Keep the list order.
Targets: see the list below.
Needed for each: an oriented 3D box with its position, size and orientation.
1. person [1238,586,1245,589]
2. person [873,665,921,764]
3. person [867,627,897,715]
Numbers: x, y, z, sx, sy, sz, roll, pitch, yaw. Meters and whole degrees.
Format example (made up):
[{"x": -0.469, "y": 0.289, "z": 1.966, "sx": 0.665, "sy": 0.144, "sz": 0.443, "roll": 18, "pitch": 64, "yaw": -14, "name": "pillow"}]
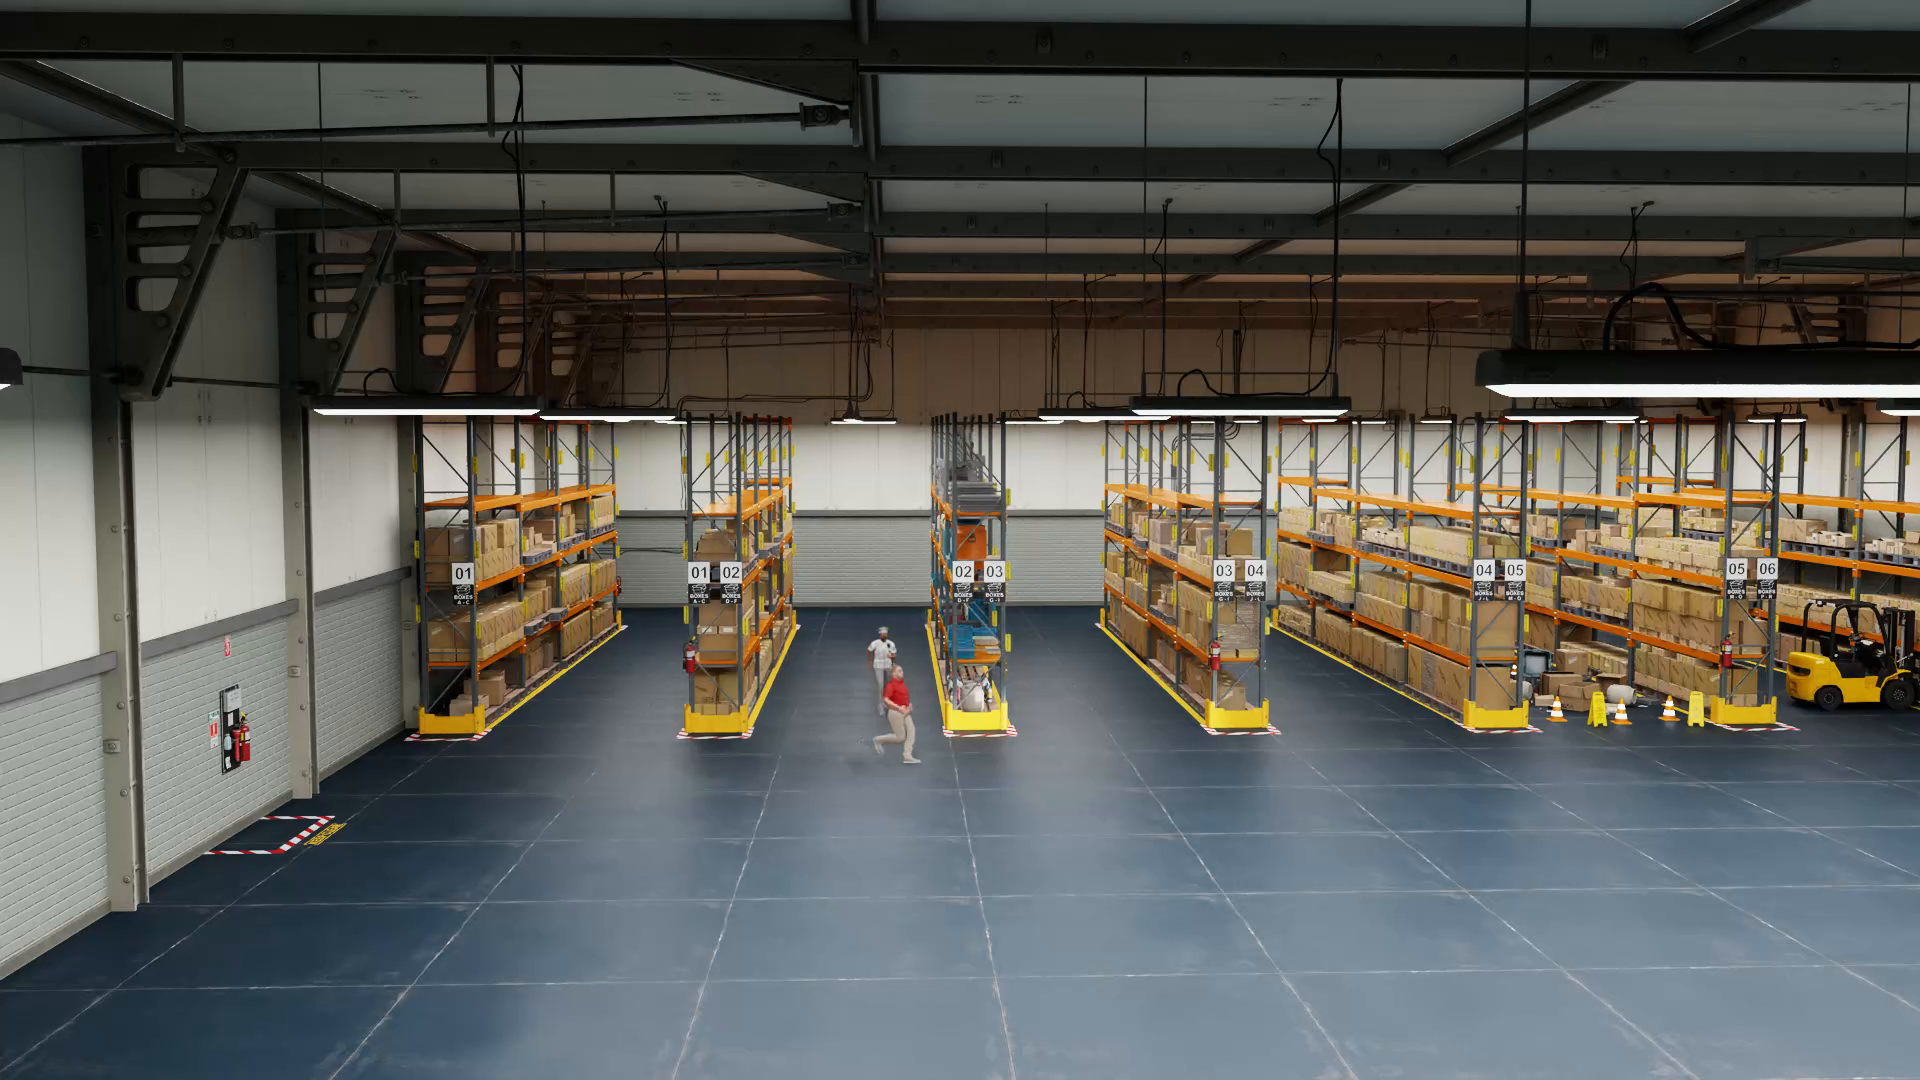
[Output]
[{"x": 7.829, "y": 1.781, "z": 46.244, "sx": 0.633, "sy": 1.659, "sz": 0.807, "roll": 0, "pitch": 4, "yaw": -1, "name": "person"}, {"x": -1.044, "y": 2.964, "z": 28.288, "sx": 0.835, "sy": 1.685, "sz": 0.677, "roll": 2, "pitch": 4, "yaw": 23, "name": "person"}, {"x": -1.551, "y": 2.609, "z": 33.356, "sx": 0.547, "sy": 1.750, "sz": 0.761, "roll": -1, "pitch": 4, "yaw": -18, "name": "person"}]
